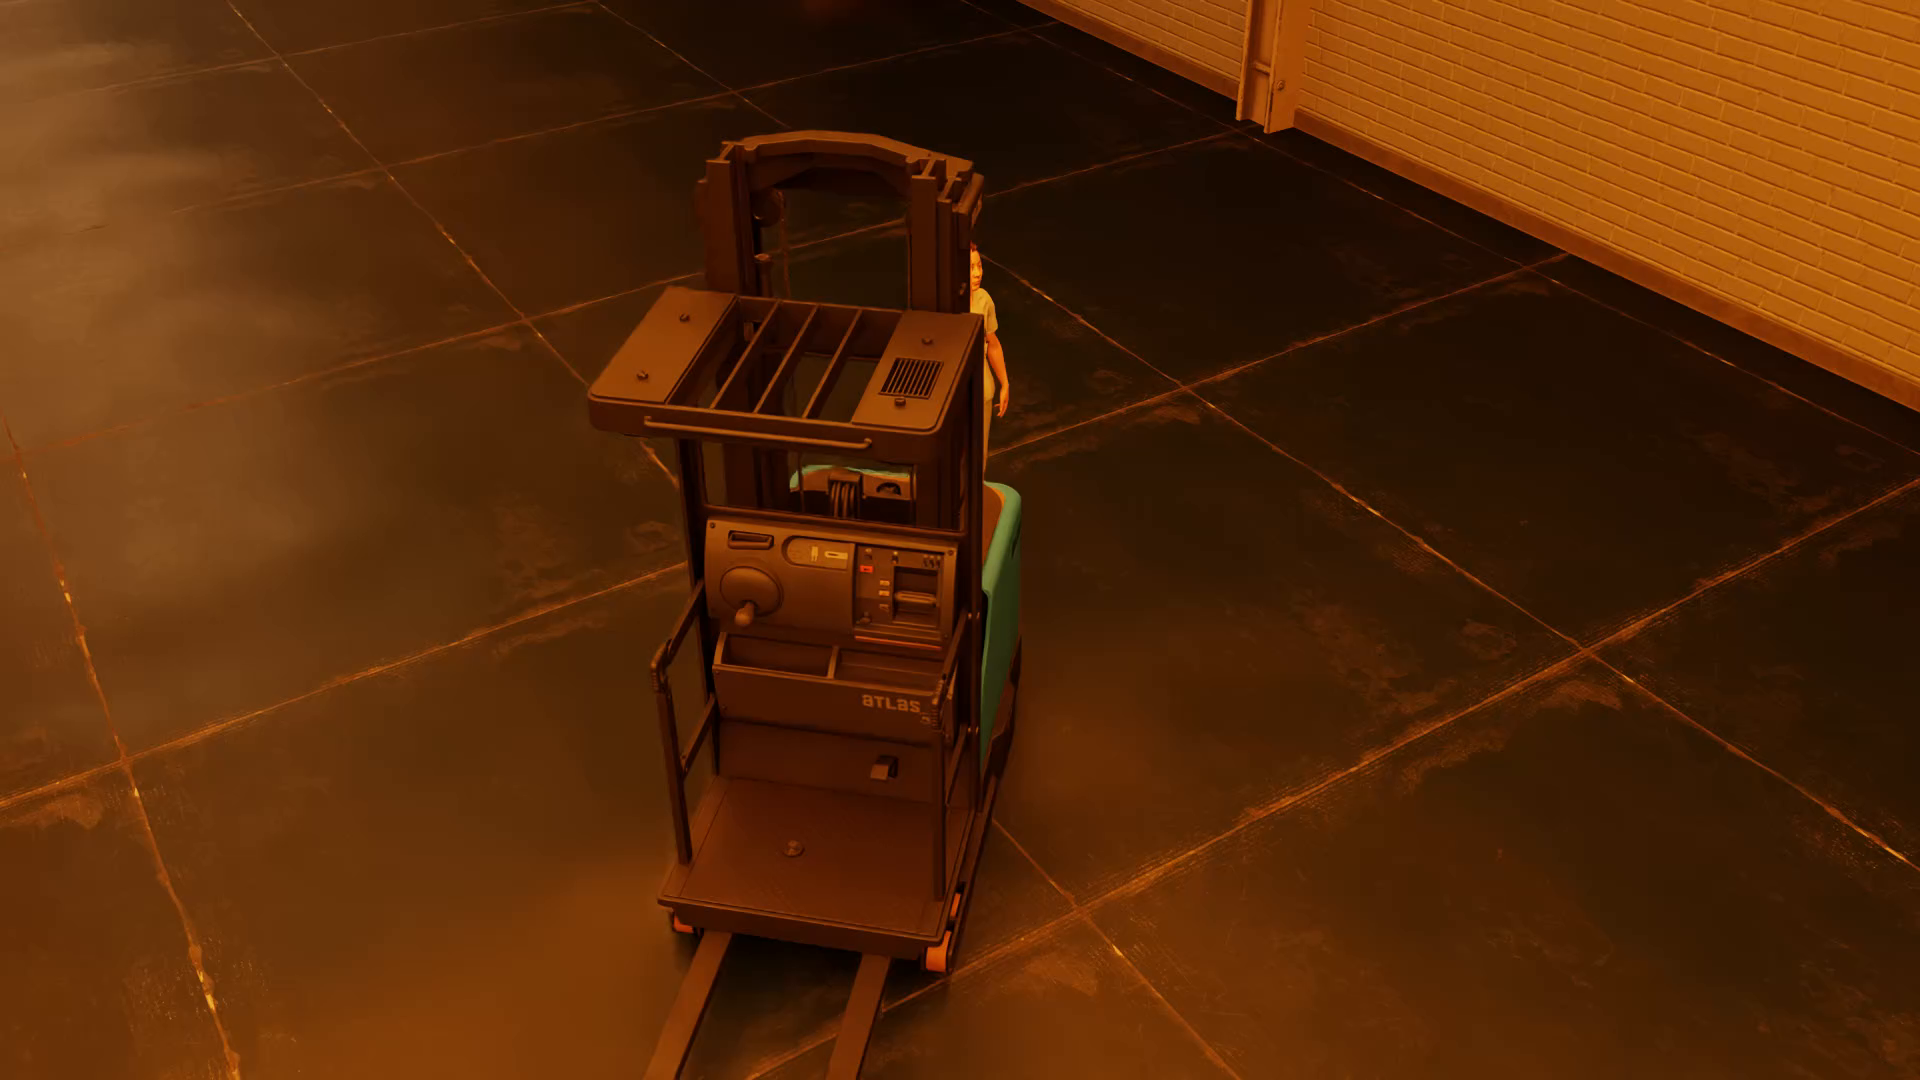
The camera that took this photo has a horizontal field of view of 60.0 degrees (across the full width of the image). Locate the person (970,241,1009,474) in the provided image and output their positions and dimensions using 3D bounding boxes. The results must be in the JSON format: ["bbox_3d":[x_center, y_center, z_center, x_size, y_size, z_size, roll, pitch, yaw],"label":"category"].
[{"bbox_3d":[0.029,-0.652,8.154,0.549,1.674,0.548,-21,40,-27],"label":"person"}]

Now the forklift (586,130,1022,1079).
[{"bbox_3d":[-0.510,0.216,5.840,1.130,2.935,3.031,6,36,9],"label":"forklift"}]
